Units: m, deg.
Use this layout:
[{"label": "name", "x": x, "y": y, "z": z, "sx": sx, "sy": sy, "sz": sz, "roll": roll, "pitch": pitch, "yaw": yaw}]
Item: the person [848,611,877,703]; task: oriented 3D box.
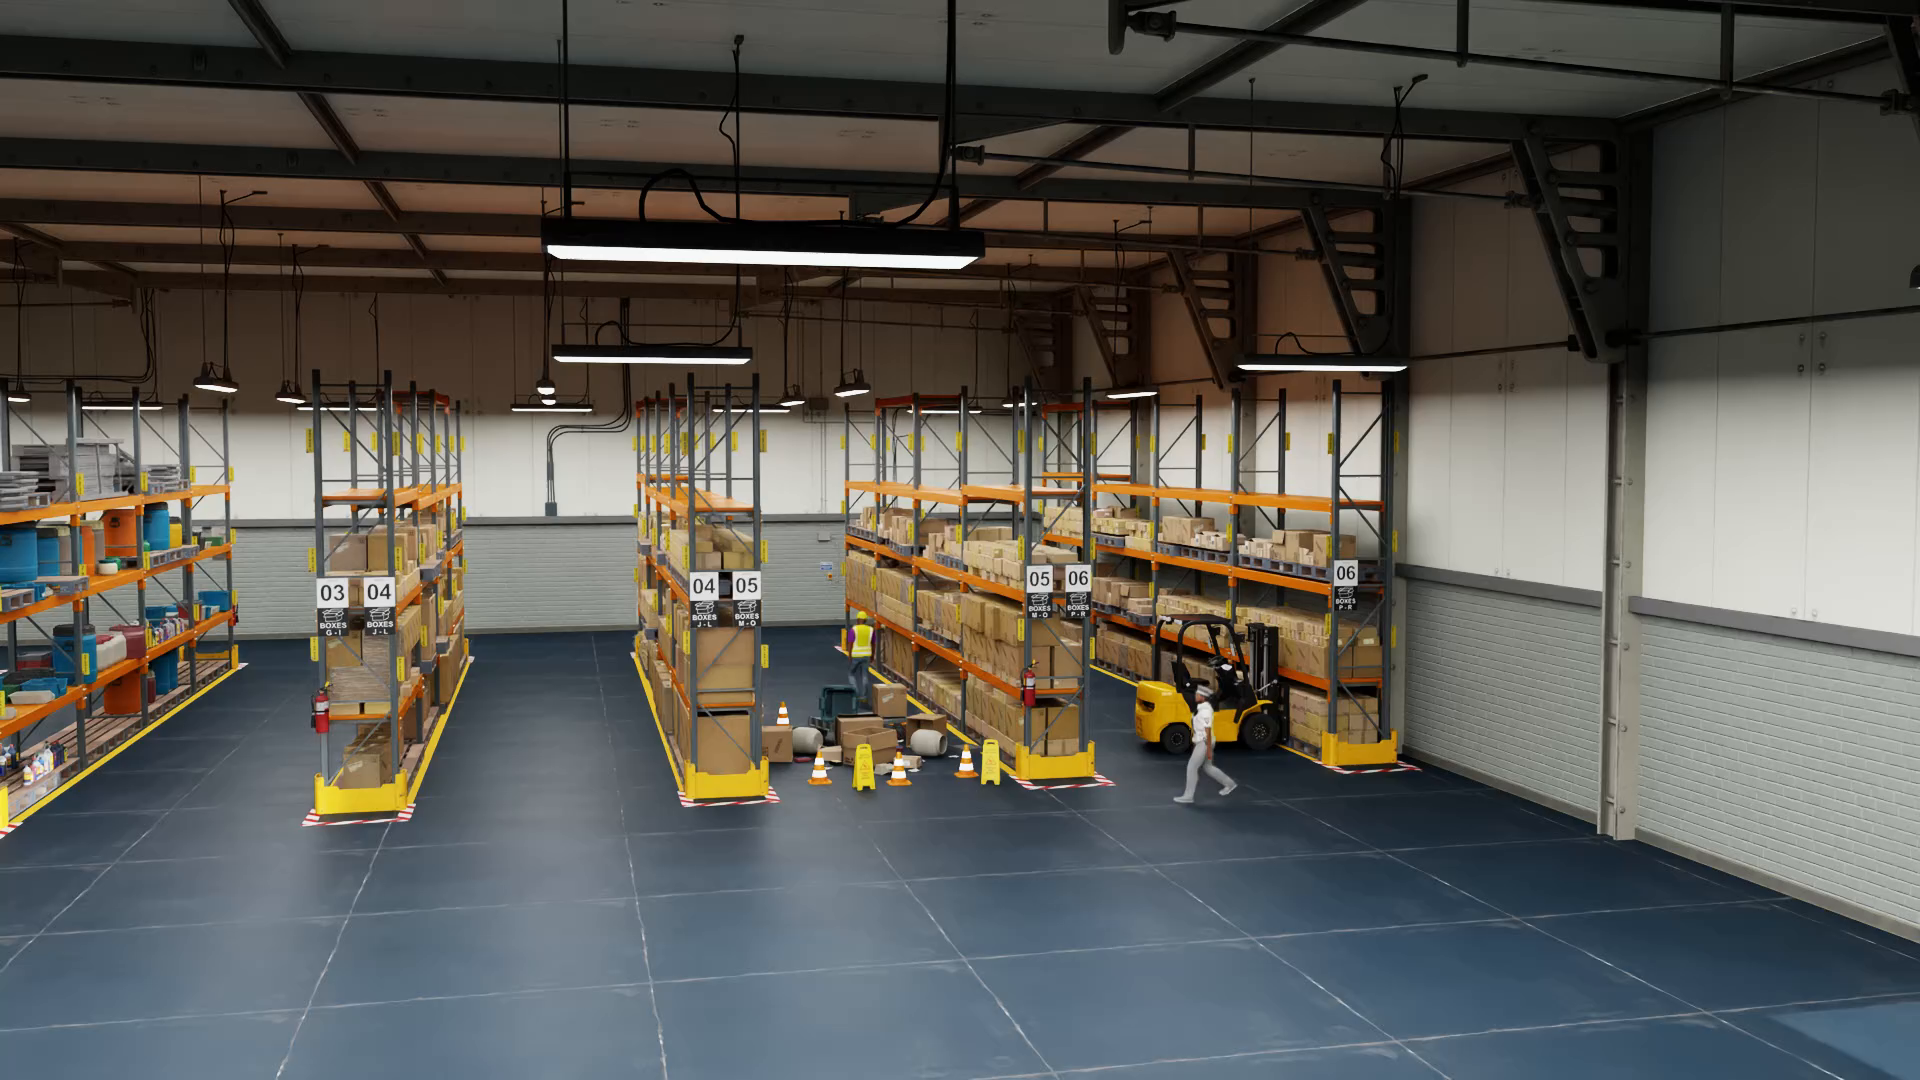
[{"label": "person", "x": -1.902, "y": 2.268, "z": 32.149, "sx": 0.590, "sy": 1.794, "sz": 0.466, "roll": -1, "pitch": 3, "yaw": -18}]

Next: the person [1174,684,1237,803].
[{"label": "person", "x": 3.438, "y": 2.827, "z": 23.178, "sx": 0.965, "sy": 1.647, "sz": 0.447, "roll": -1, "pitch": 3, "yaw": -9}]
